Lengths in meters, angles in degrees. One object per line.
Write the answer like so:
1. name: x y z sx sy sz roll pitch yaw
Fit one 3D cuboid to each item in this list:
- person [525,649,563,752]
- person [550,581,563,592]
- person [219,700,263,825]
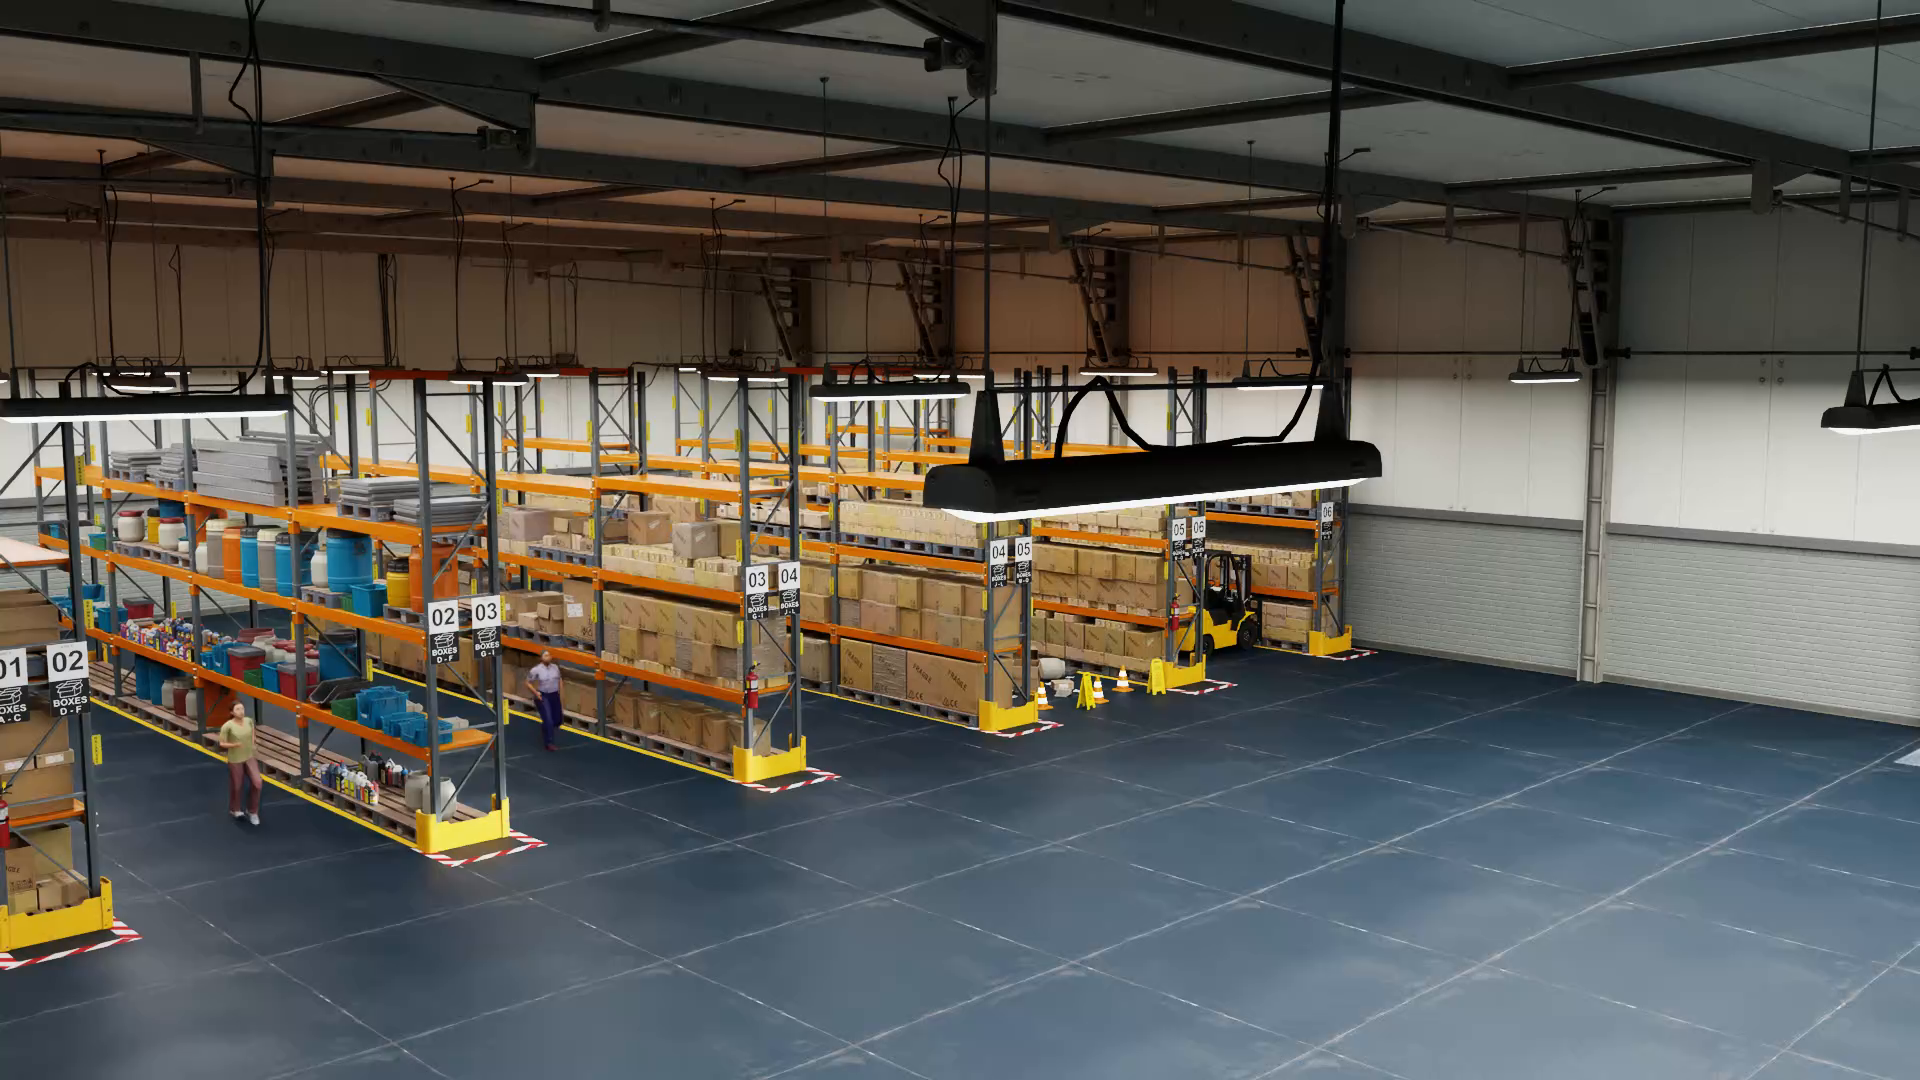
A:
1. person: -6.622 2.541 26.582 0.613 1.599 0.687 -6 9 -43
2. person: -9.799 0.912 40.792 0.698 1.749 0.626 2 7 19
3. person: -9.674 2.992 22.360 0.556 1.710 0.711 -6 9 -44
